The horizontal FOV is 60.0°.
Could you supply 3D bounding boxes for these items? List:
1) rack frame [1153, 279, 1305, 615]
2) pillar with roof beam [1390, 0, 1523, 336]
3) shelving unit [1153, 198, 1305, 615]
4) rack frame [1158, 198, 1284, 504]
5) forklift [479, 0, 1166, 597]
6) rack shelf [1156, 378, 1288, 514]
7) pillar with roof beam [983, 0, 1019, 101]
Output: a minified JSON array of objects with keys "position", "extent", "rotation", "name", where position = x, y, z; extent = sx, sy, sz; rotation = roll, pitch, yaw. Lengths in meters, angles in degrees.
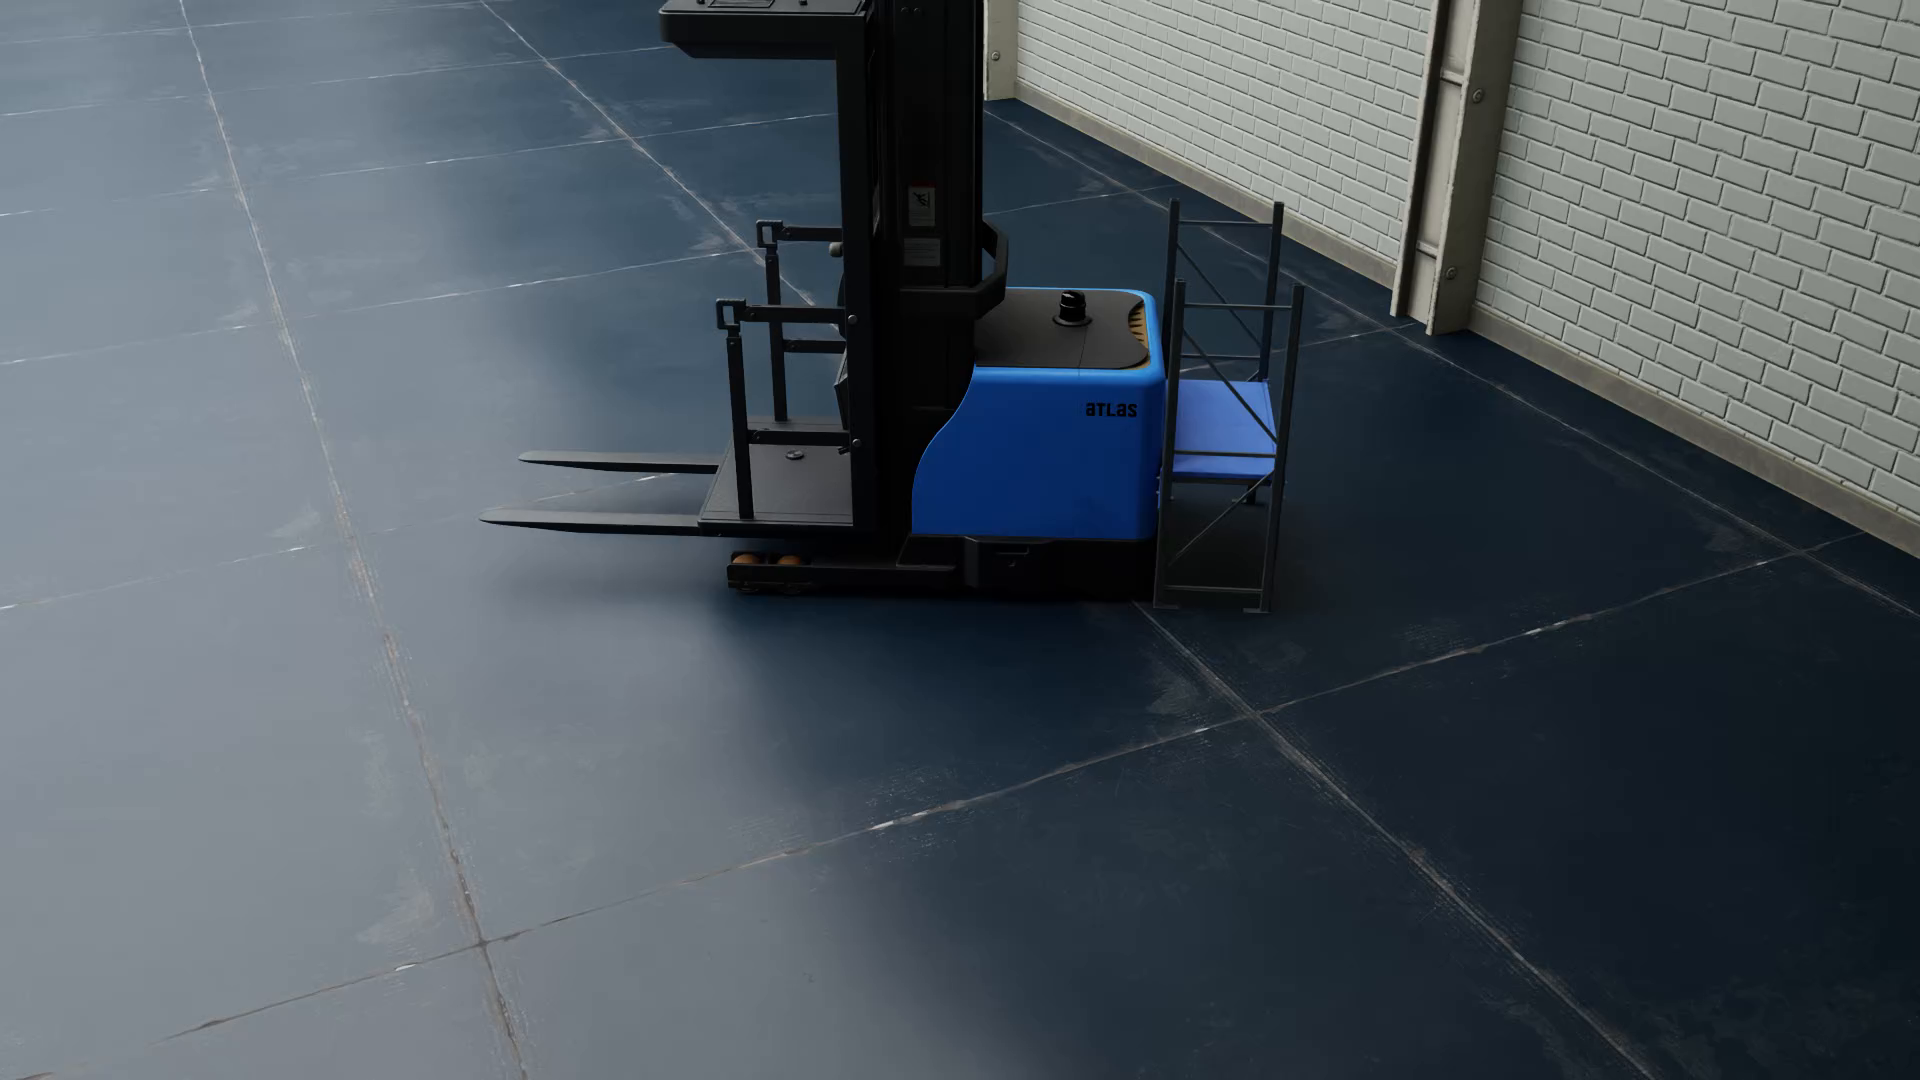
[{"position":[1.089,-0.351,6.842],"extent":[0.500,1.500,0.032],"rotation":[3,29,5],"name":"rack frame"},{"position":[-1.022,-4.359,6.324],"extent":[9.100,9.000,0.400],"rotation":[-13,32,-22],"name":"pillar with roof beam"},{"position":[1.135,-0.598,7.284],"extent":[0.538,1.500,1.048],"rotation":[3,29,5],"name":"shelving unit"},{"position":[1.182,-0.846,7.725],"extent":[0.500,1.500,0.032],"rotation":[3,29,5],"name":"rack frame"},{"position":[-0.629,-1.296,7.065],"extent":[3.031,2.935,1.130],"rotation":[2,29,3],"name":"forklift"},{"position":[1.135,-0.441,7.371],"extent":[0.538,0.185,1.000],"rotation":[3,29,5],"name":"rack shelf"},{"position":[-3.598,-7.010,11.050],"extent":[9.100,9.000,0.400],"rotation":[-13,32,-22],"name":"pillar with roof beam"}]
